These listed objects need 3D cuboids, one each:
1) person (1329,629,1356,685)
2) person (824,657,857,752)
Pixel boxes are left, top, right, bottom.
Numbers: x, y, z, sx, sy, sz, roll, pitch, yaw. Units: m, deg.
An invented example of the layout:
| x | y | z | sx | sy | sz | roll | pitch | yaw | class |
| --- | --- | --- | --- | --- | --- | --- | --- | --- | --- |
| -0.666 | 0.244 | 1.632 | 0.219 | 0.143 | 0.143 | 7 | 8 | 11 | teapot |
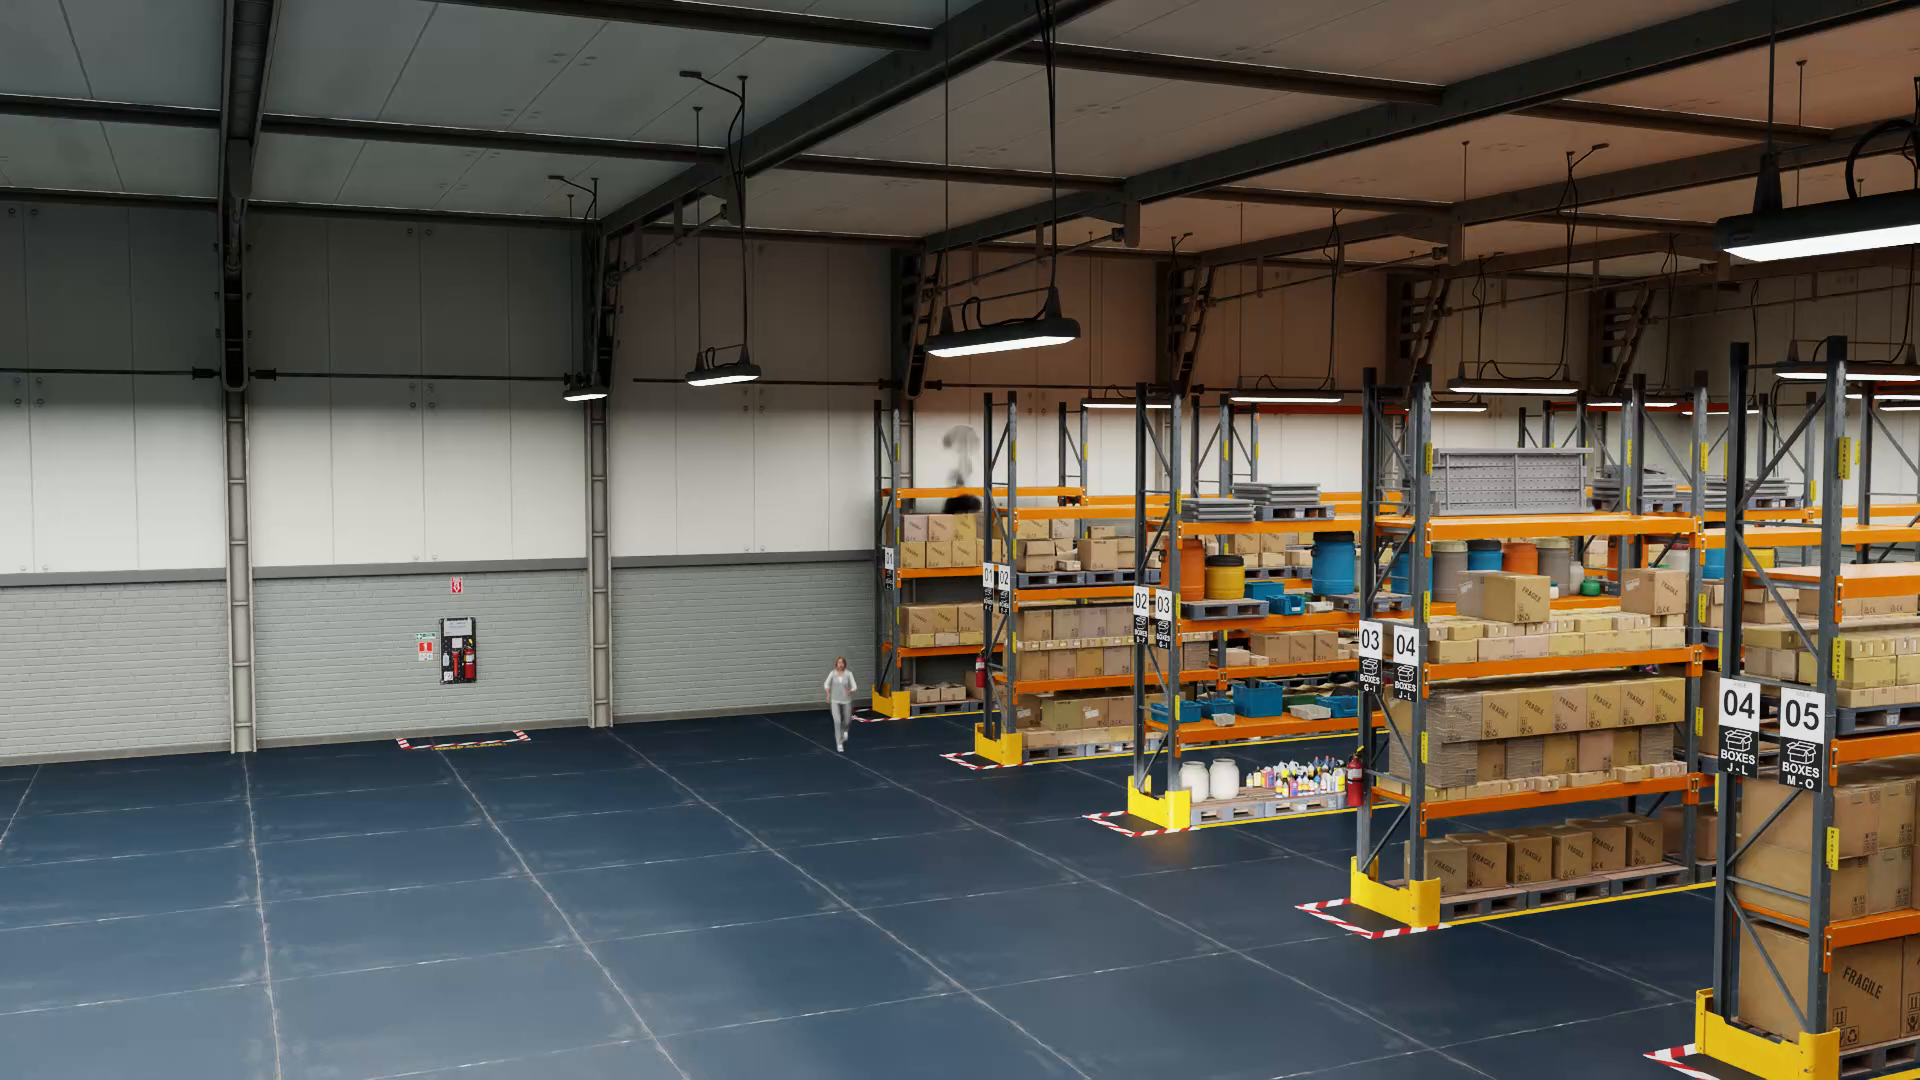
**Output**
| x | y | z | sx | sy | sz | roll | pitch | yaw | class |
| --- | --- | --- | --- | --- | --- | --- | --- | --- | --- |
| 7.527 | 2.496 | 32.377 | 0.859 | 1.564 | 0.530 | -1 | 4 | -22 | person |
| -2.018 | 2.745 | 28.058 | 0.548 | 1.564 | 0.779 | 0 | 3 | -6 | person |
